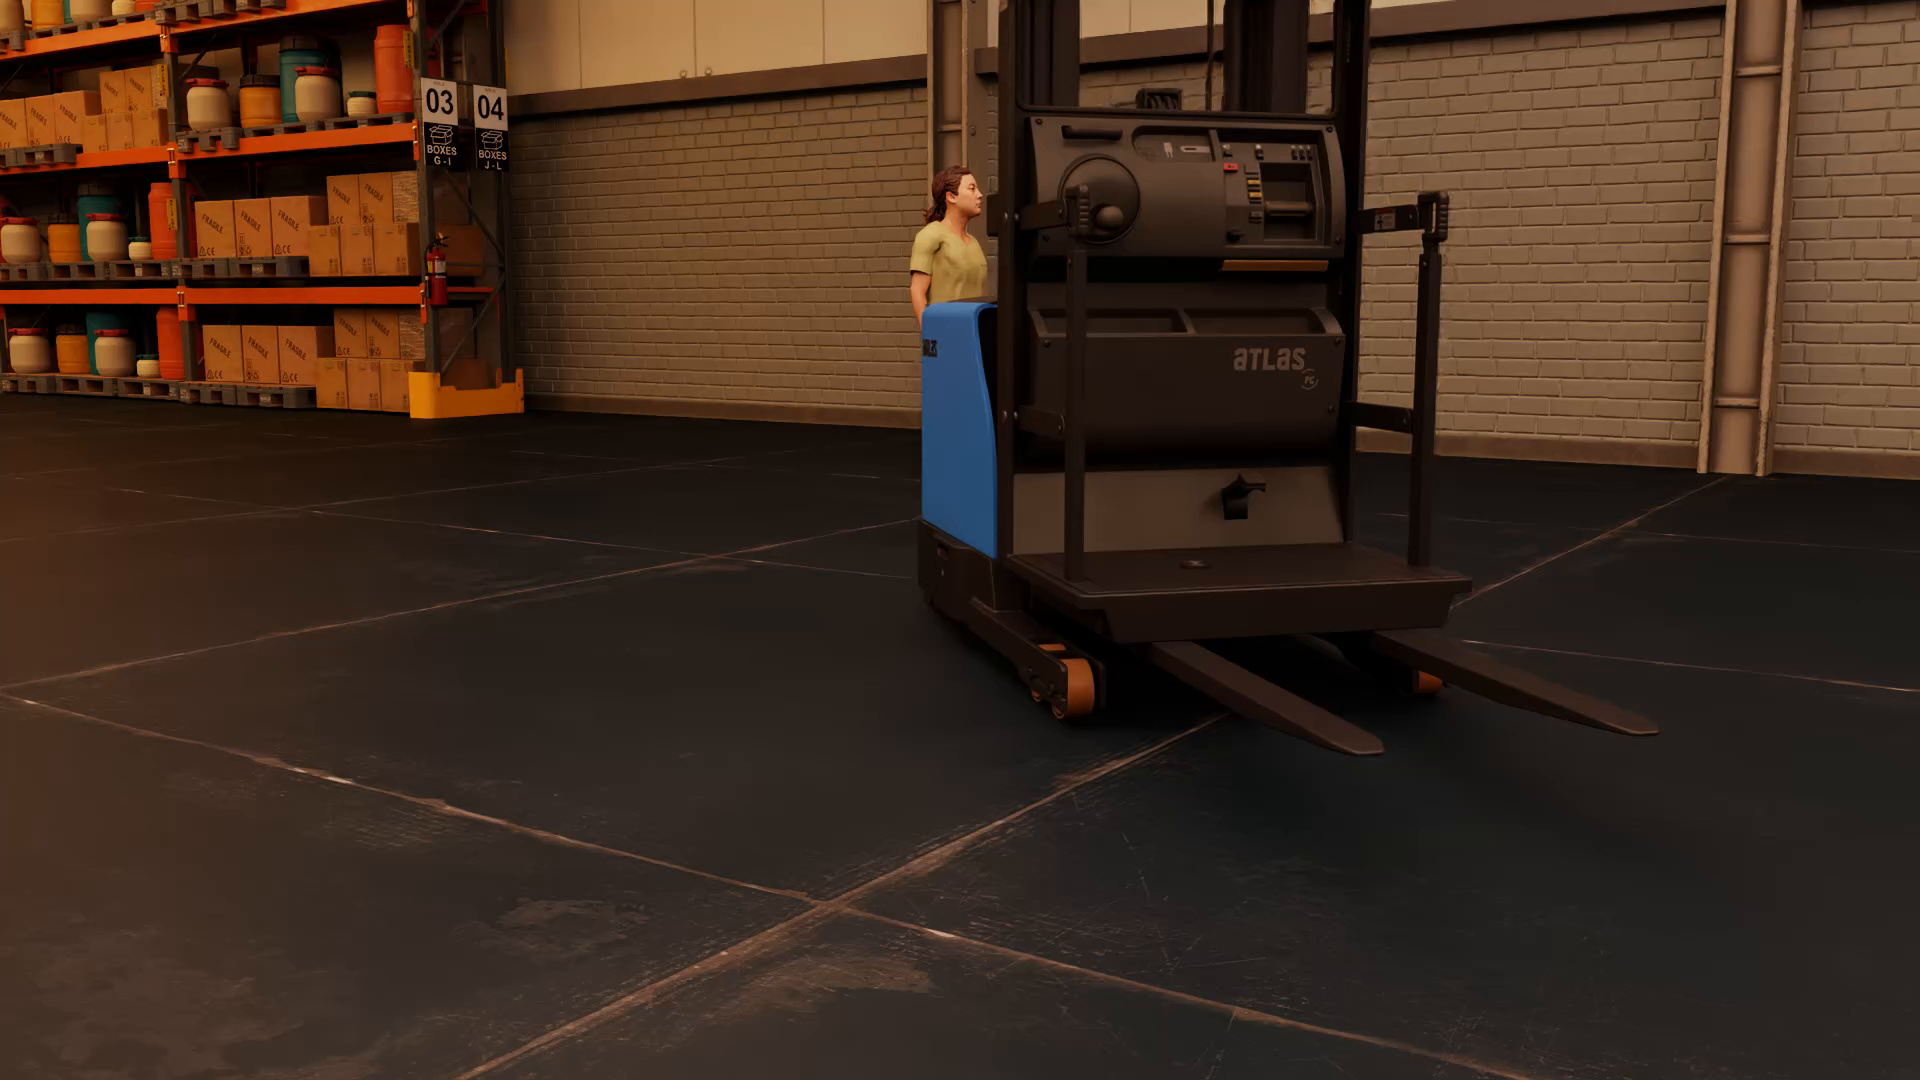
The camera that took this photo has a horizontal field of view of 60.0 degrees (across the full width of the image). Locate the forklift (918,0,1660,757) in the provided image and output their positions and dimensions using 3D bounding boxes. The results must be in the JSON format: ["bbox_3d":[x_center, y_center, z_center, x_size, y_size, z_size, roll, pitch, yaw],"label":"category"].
[{"bbox_3d":[0.707,-1.042,4.519,1.130,2.935,3.031,-2,8,-14],"label":"forklift"}]

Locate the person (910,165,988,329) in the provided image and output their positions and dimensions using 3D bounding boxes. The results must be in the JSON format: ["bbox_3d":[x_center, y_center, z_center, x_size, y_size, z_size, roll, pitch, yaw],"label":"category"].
[{"bbox_3d":[0.055,-0.830,7.434,0.548,1.673,0.554,5,10,34],"label":"person"}]
